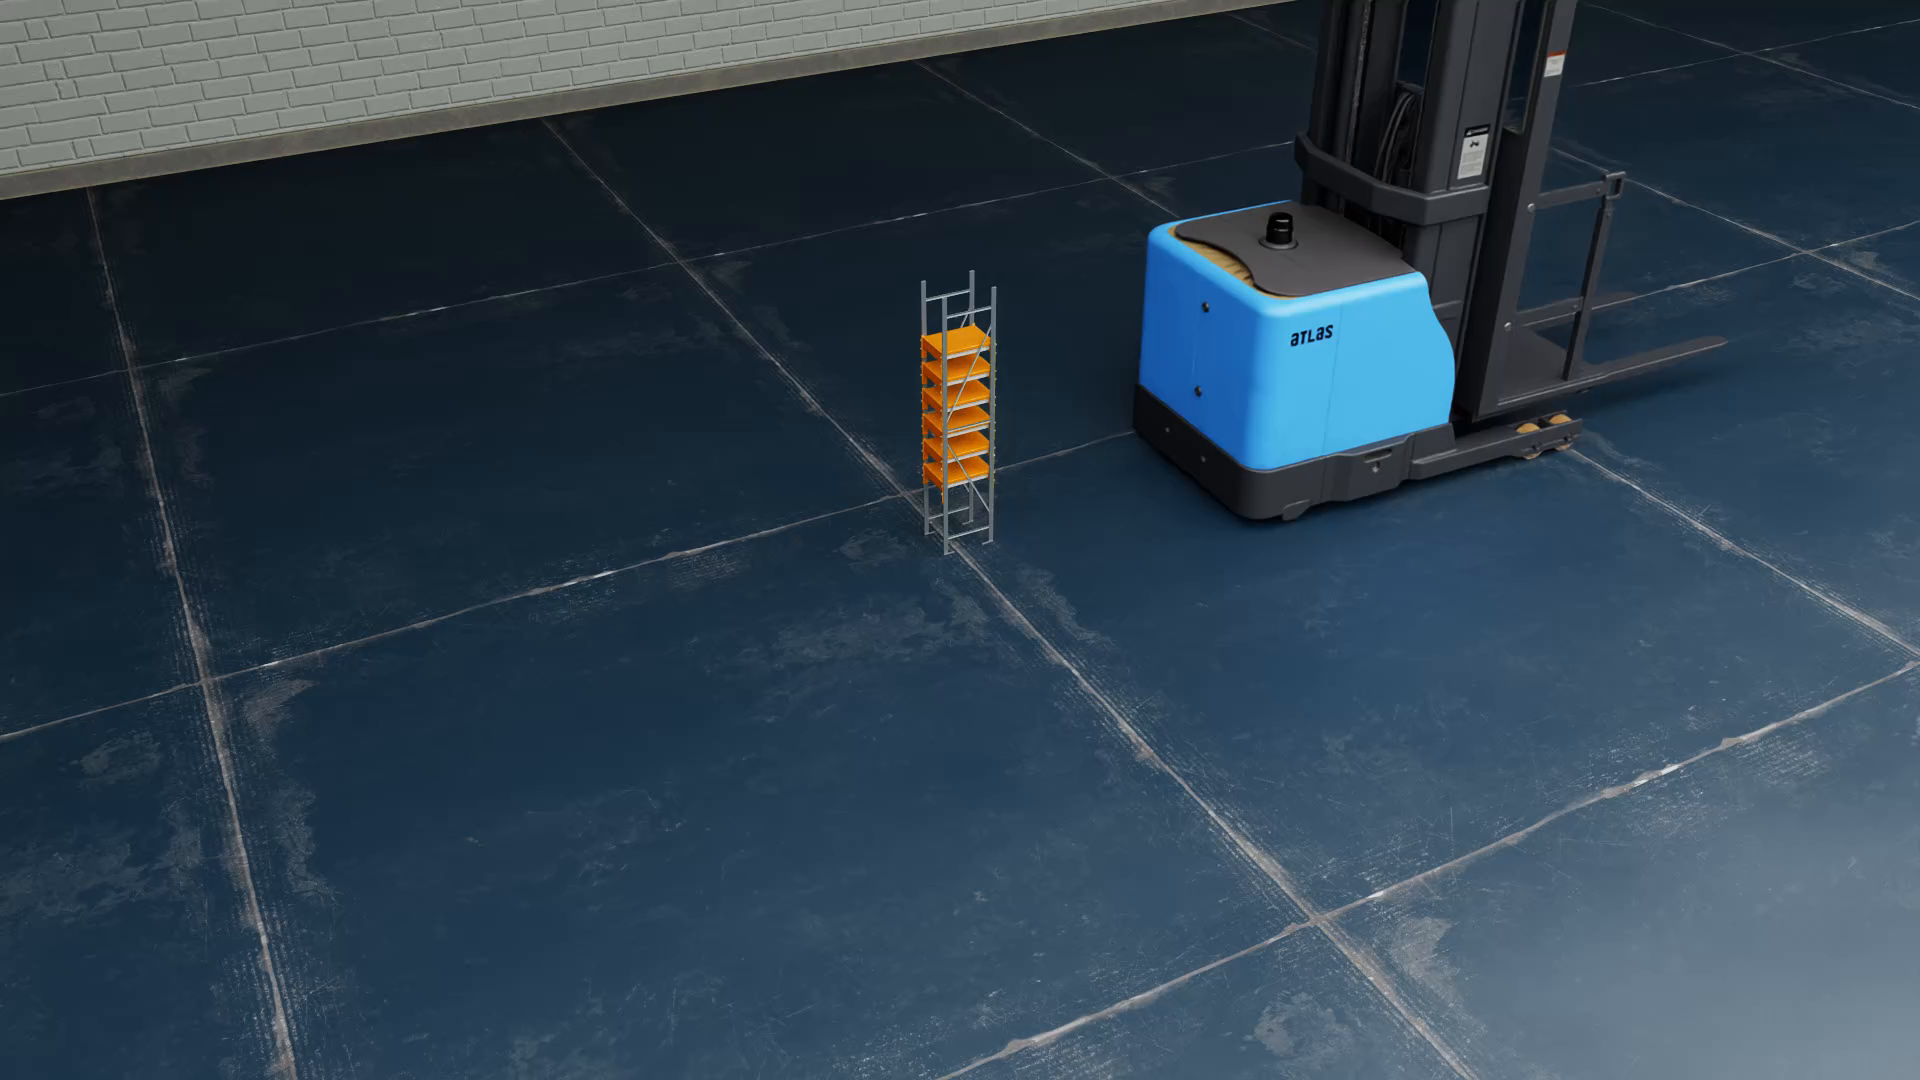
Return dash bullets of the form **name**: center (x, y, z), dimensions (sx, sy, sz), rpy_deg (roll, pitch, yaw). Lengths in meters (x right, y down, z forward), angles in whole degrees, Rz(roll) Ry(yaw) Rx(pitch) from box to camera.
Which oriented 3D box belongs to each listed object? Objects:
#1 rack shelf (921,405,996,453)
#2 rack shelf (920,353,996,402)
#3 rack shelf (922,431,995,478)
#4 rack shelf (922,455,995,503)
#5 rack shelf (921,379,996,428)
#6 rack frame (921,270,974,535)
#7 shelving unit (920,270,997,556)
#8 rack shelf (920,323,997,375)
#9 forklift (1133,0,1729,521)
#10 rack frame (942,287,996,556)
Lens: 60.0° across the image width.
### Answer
- **rack shelf**: center (-0.007, -0.475, 6.961), dimensions (0.258, 0.103, 0.180), rpy_deg (-16, 36, -23)
- **rack shelf**: center (-0.007, -0.677, 6.832), dimensions (0.258, 0.103, 0.180), rpy_deg (-16, 36, -23)
- **rack shelf**: center (-0.007, -0.374, 7.026), dimensions (0.258, 0.103, 0.180), rpy_deg (-16, 36, -23)
- **rack shelf**: center (-0.007, -0.273, 7.091), dimensions (0.258, 0.103, 0.180), rpy_deg (-16, 36, -23)
- **rack shelf**: center (-0.007, -0.576, 6.896), dimensions (0.258, 0.103, 0.180), rpy_deg (-16, 36, -23)
- **rack frame**: center (-0.049, -0.556, 7.005), dimensions (0.240, 1.200, 0.006), rpy_deg (-16, 36, -23)
- **shelving unit**: center (-0.007, -0.512, 6.937), dimensions (0.258, 1.200, 0.189), rpy_deg (-16, 36, -23)
- **rack shelf**: center (-0.007, -0.778, 6.767), dimensions (0.258, 0.103, 0.180), rpy_deg (-16, 36, -23)
- **forklift**: center (2.383, -1.856, 7.430), dimensions (3.031, 2.935, 1.130), rpy_deg (-15, 35, -22)
- **rack frame**: center (0.036, -0.468, 6.869), dimensions (0.240, 1.200, 0.006), rpy_deg (-16, 36, -23)
